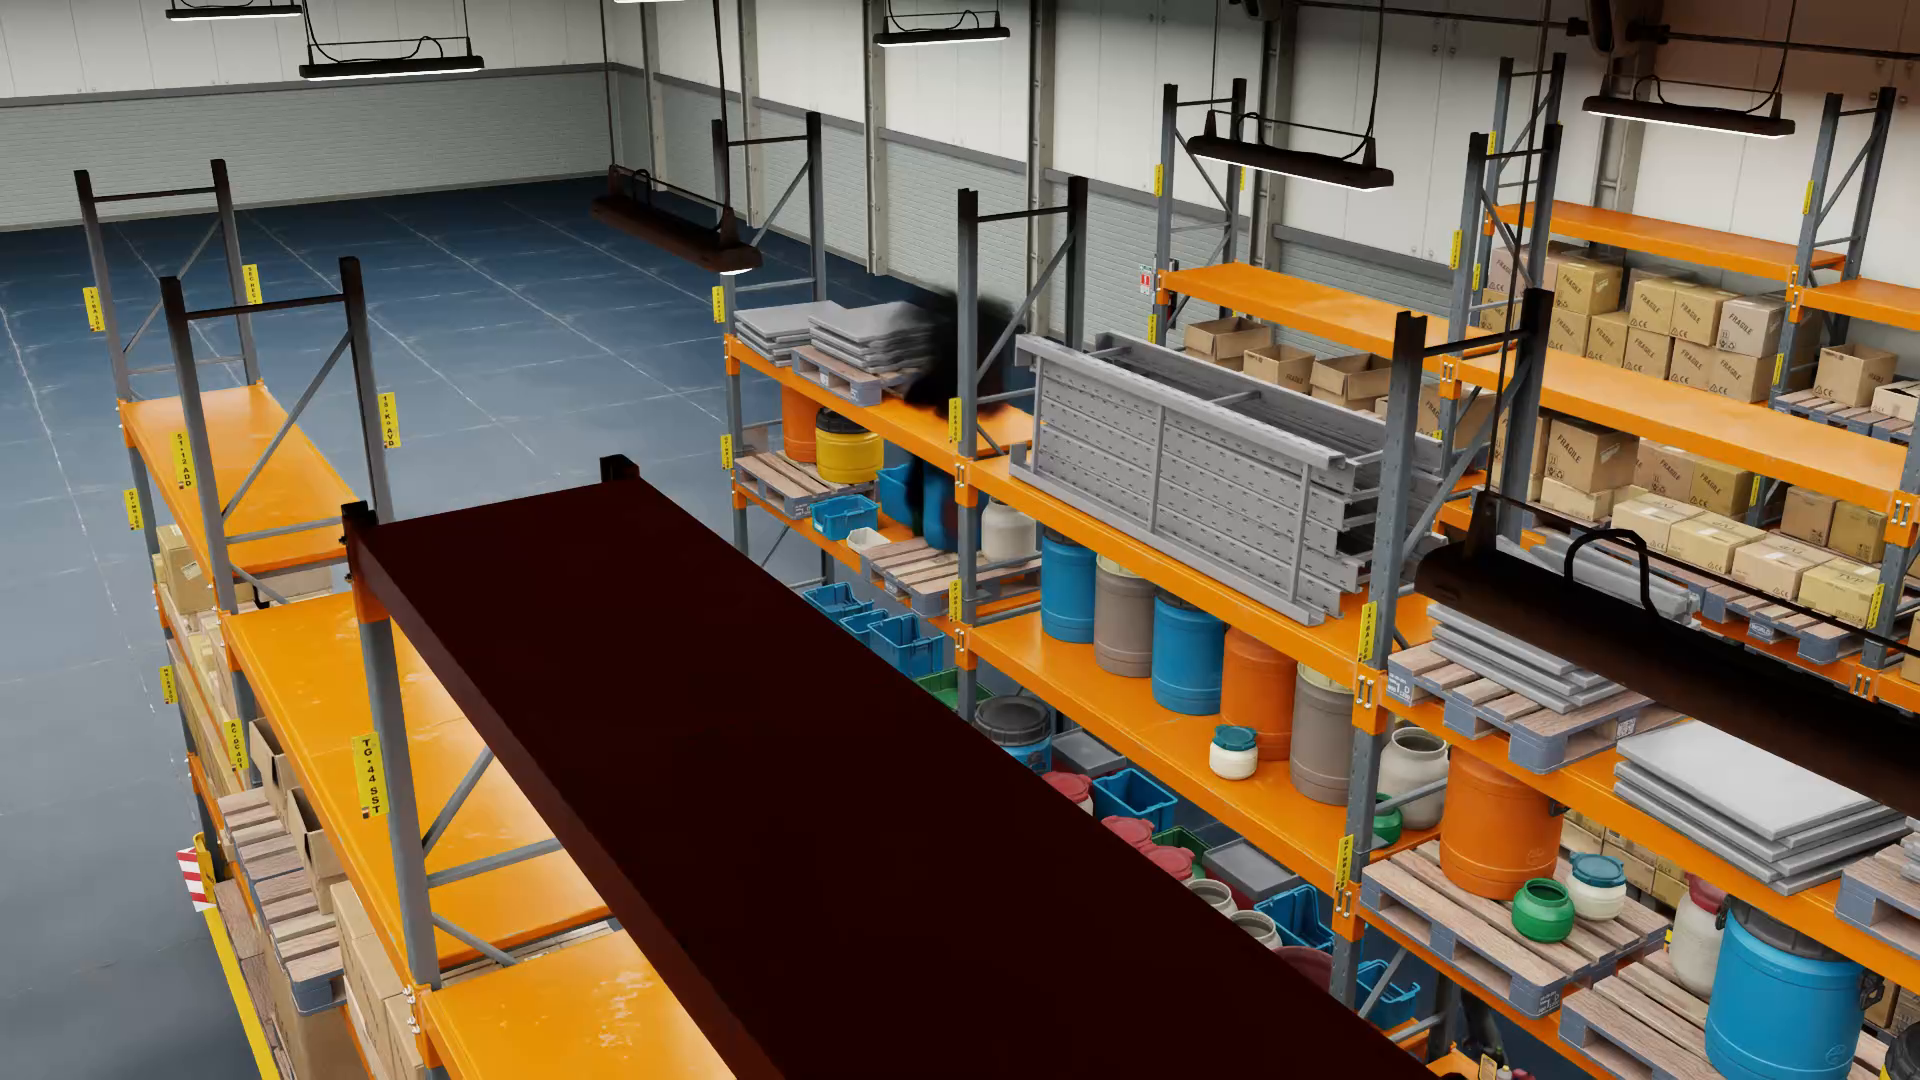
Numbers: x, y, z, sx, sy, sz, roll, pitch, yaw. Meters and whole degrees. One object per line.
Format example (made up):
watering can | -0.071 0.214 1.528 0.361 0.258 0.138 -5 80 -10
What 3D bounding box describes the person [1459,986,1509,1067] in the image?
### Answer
person | 3.668 3.015 11.709 0.576 1.677 0.725 -15 26 -32
